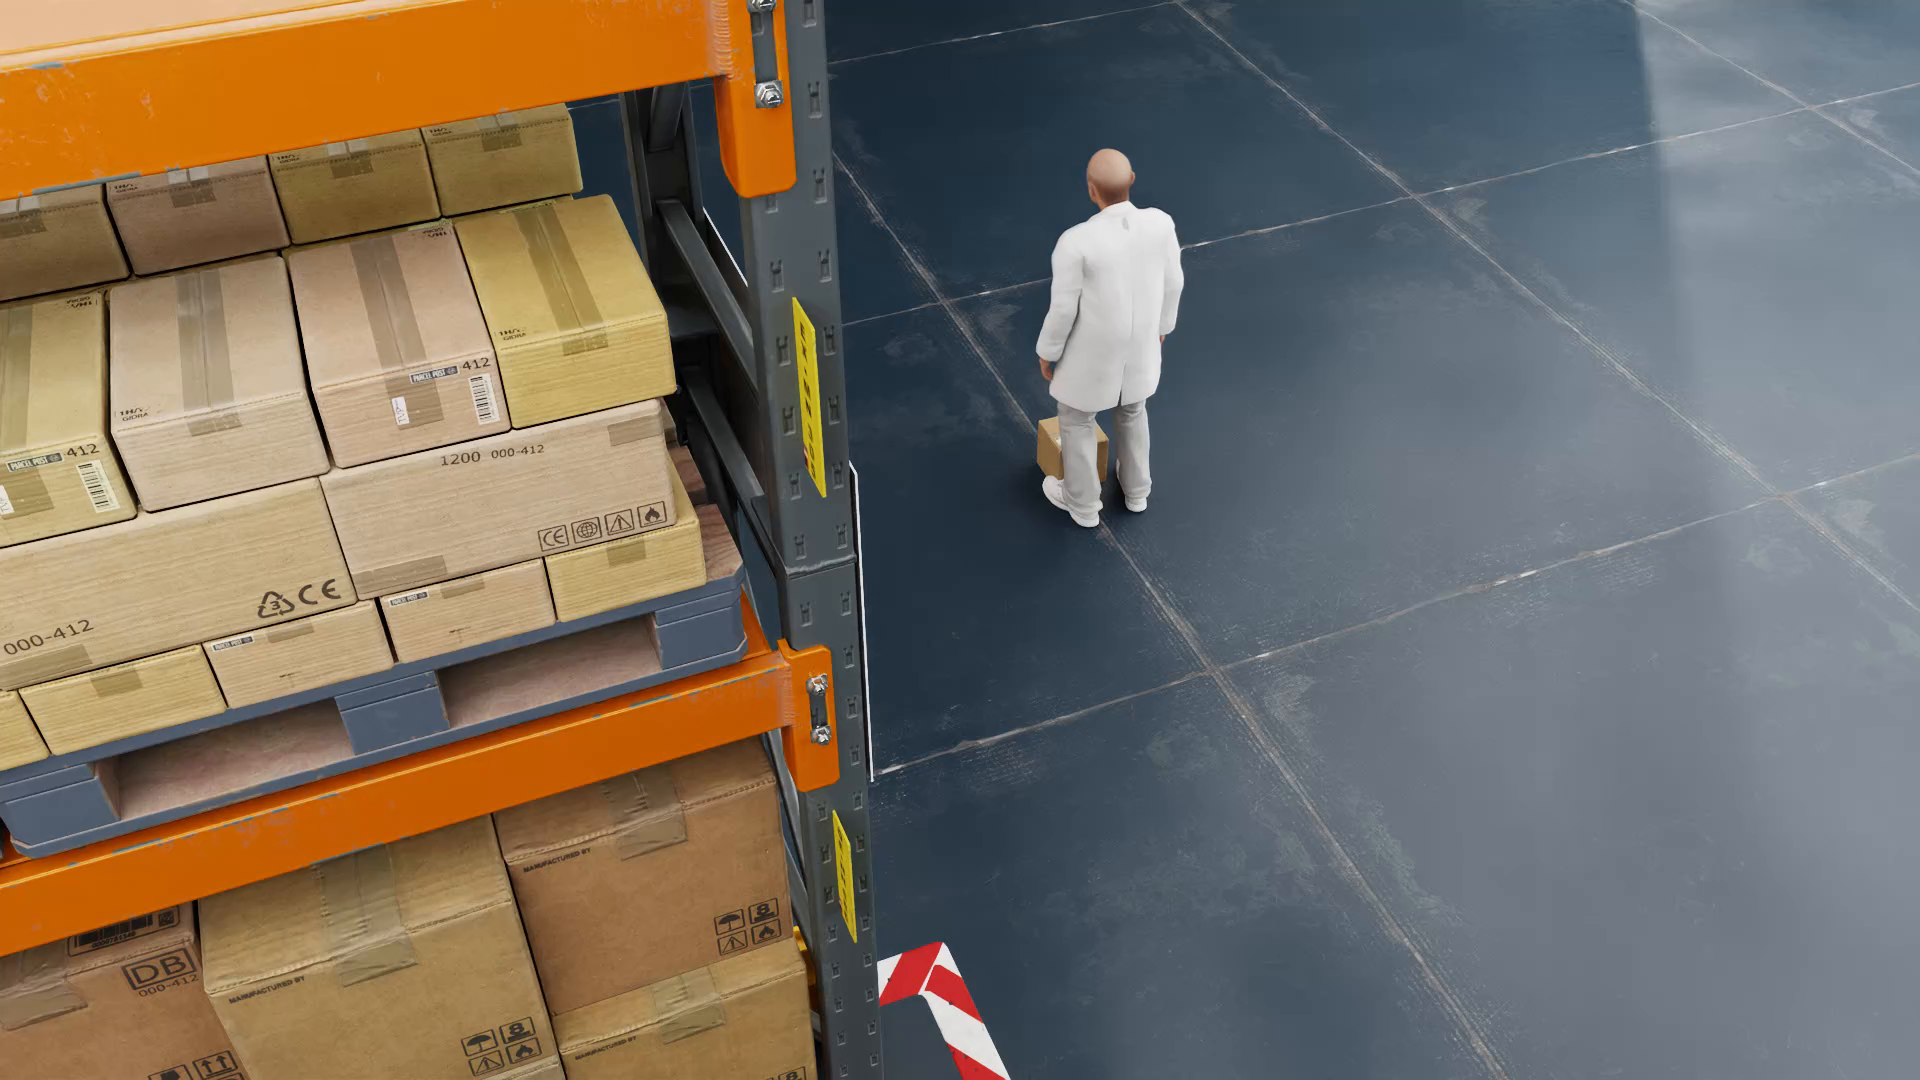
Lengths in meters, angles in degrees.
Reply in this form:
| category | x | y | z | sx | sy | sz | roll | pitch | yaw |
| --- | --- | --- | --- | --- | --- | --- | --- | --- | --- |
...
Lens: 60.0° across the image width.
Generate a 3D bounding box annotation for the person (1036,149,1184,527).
| category | x | y | z | sx | sy | sz | roll | pitch | yaw |
| --- | --- | --- | --- | --- | --- | --- | --- | --- | --- |
| person | 0.631 | -0.844 | 7.135 | 0.644 | 1.774 | 0.424 | -15 | 43 | -16 |
